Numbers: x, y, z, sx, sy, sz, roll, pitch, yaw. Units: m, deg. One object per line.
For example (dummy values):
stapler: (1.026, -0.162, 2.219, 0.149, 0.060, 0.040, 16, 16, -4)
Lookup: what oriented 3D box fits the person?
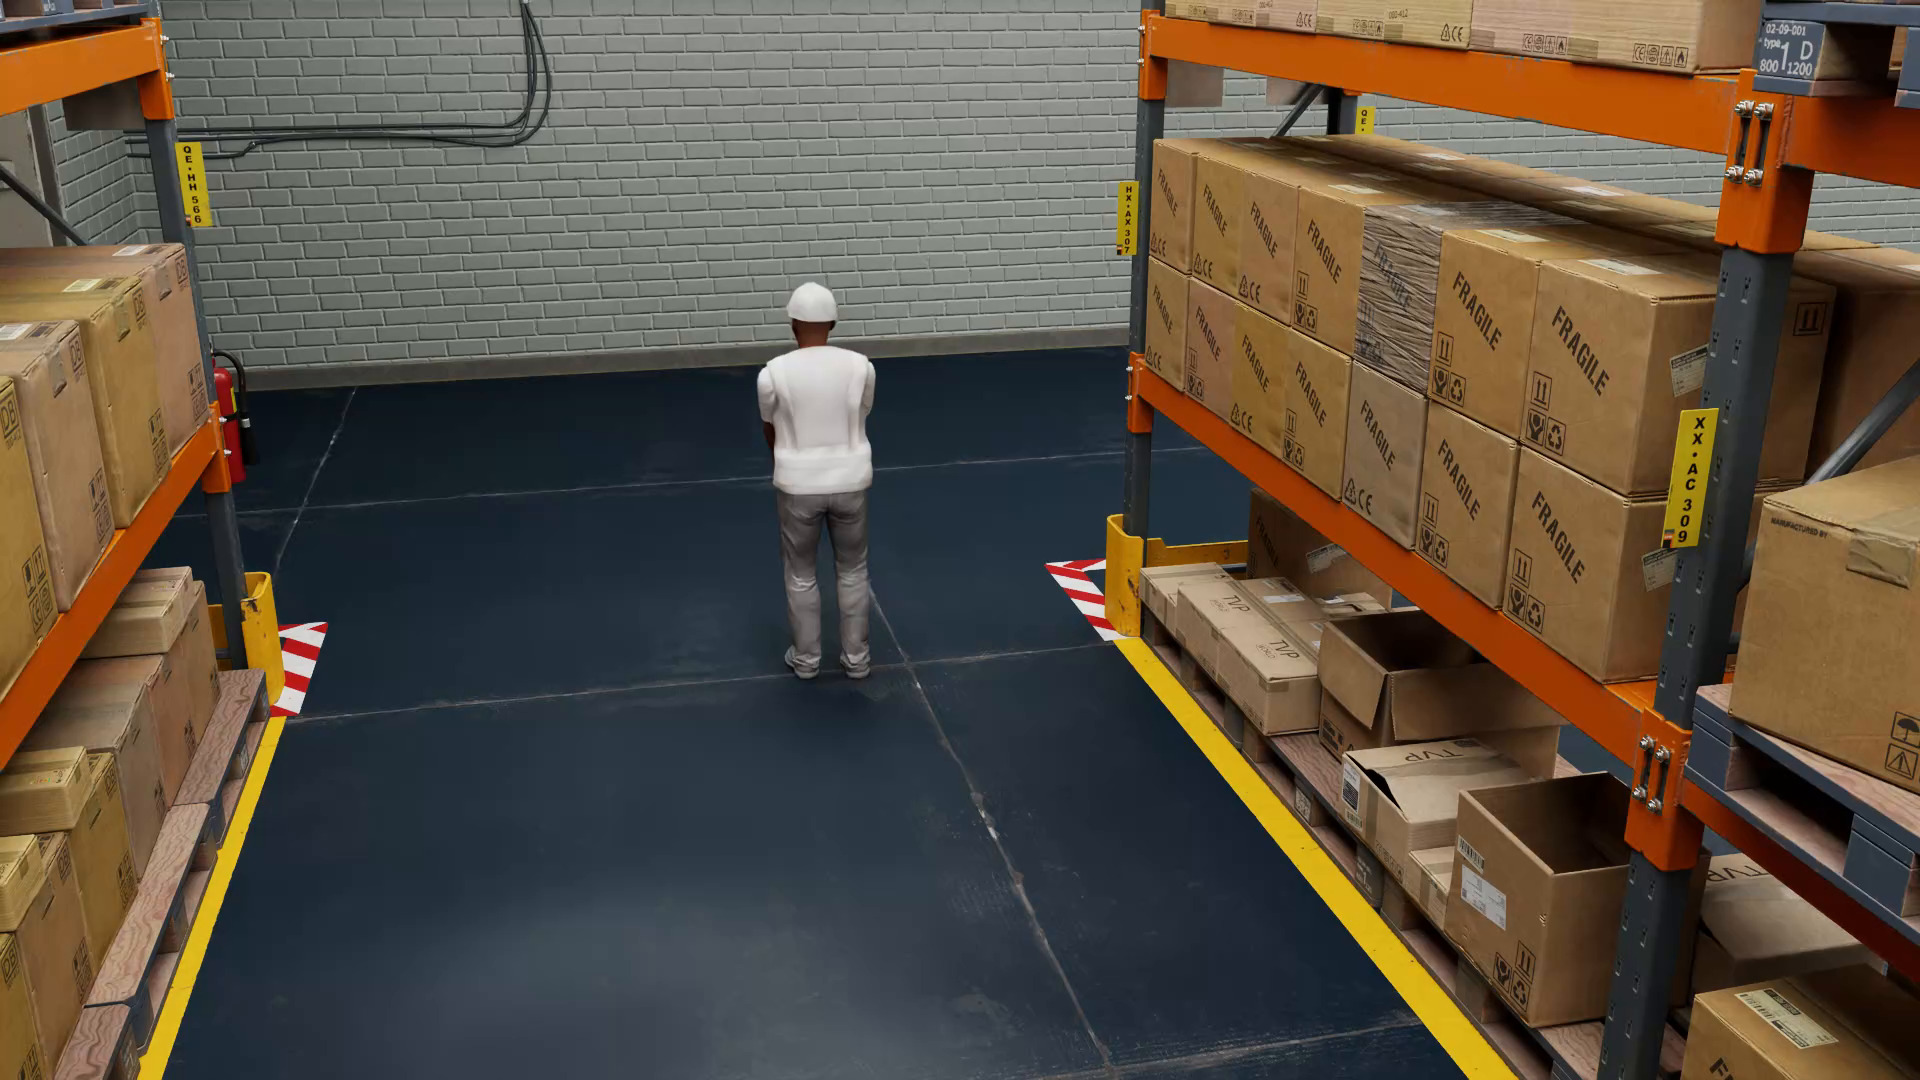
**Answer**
person: (-0.632, -0.266, 7.290, 0.505, 1.762, 0.573, -5, 20, -13)
